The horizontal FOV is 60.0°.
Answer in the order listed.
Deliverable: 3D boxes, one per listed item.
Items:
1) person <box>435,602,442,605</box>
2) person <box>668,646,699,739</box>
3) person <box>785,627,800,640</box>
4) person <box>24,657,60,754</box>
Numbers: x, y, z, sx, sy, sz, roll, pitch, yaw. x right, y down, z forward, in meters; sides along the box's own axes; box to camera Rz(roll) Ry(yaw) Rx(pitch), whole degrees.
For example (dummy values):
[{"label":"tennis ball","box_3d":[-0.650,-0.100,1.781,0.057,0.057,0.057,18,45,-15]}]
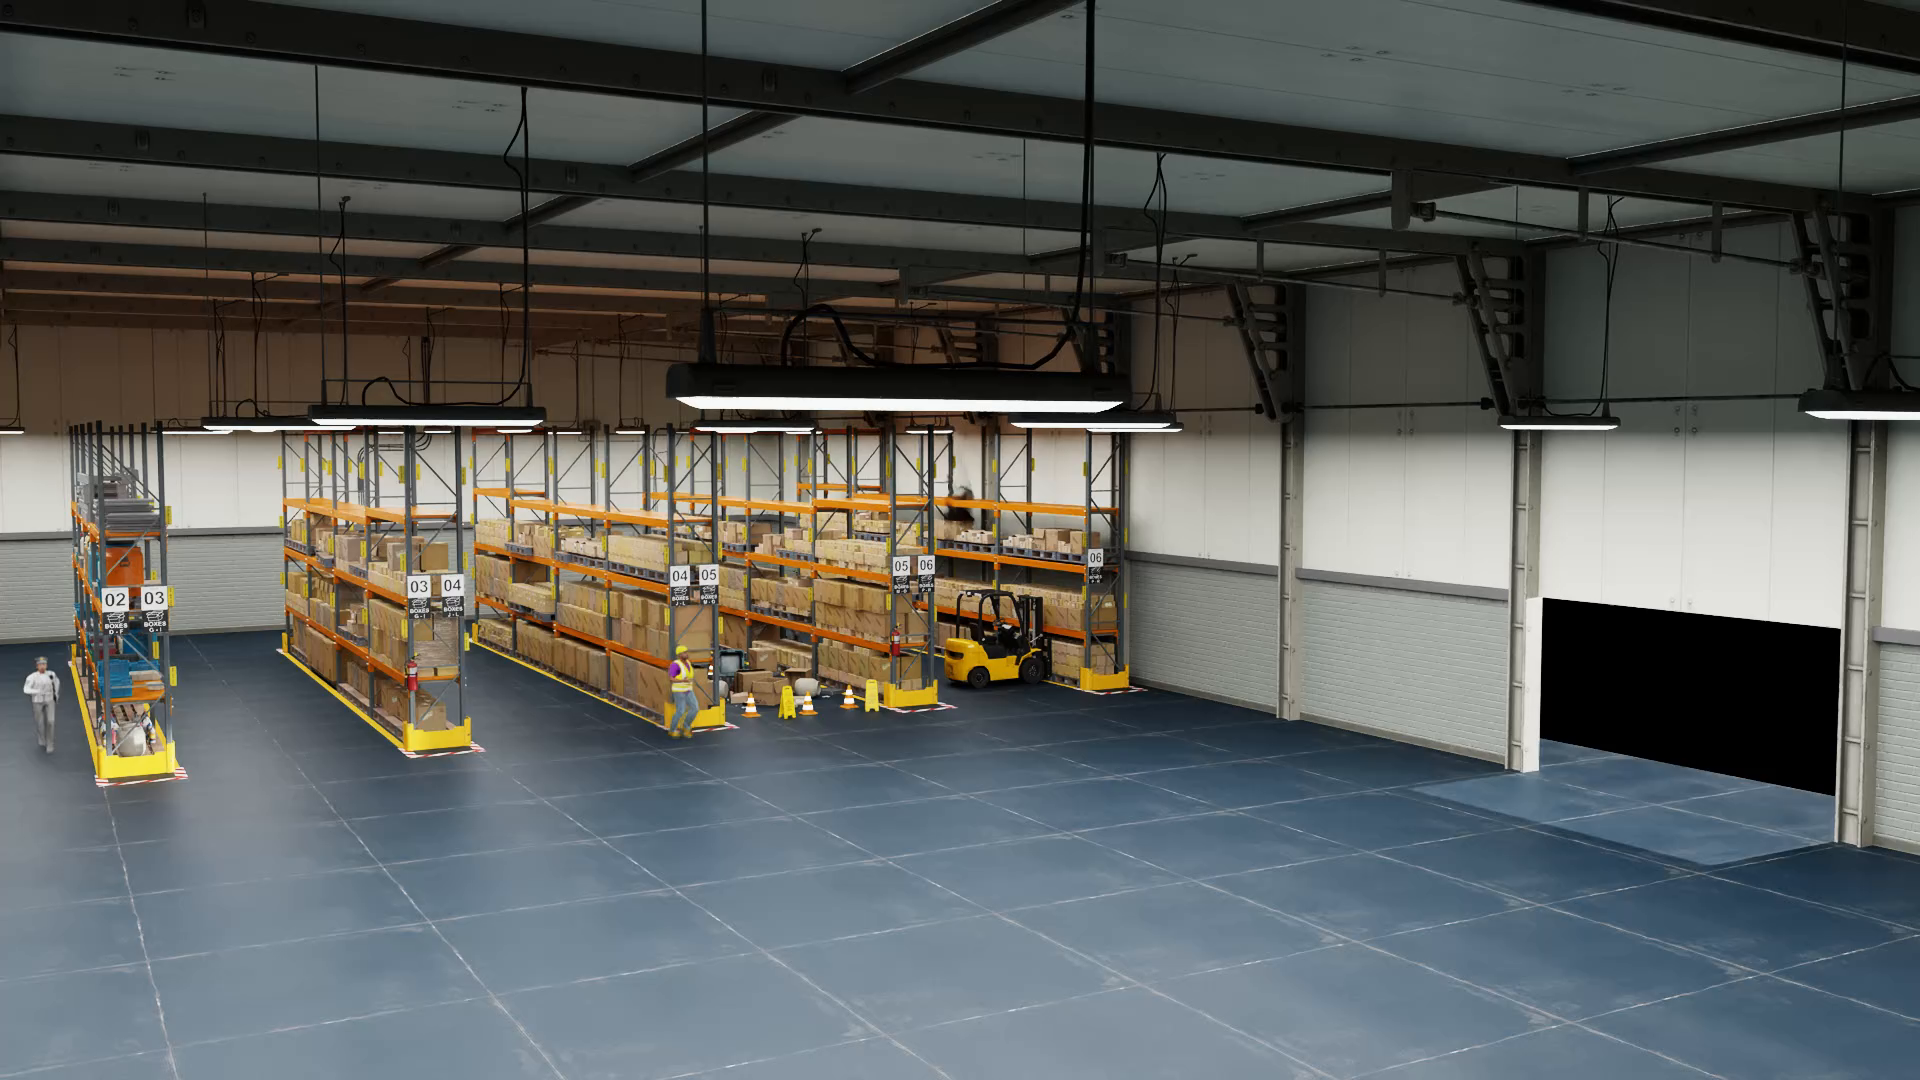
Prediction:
[{"label":"person","box_3d":[-13.868,2.100,44.426,0.678,1.833,0.666,-1,4,-18]},{"label":"person","box_3d":[-5.235,2.906,31.555,0.634,1.812,0.694,2,4,29]},{"label":"person","box_3d":[-4.781,2.017,46.441,0.657,1.737,0.994,-3,5,-43]},{"label":"person","box_3d":[-16.755,2.987,30.383,0.600,1.720,0.896,-2,4,-34]}]
